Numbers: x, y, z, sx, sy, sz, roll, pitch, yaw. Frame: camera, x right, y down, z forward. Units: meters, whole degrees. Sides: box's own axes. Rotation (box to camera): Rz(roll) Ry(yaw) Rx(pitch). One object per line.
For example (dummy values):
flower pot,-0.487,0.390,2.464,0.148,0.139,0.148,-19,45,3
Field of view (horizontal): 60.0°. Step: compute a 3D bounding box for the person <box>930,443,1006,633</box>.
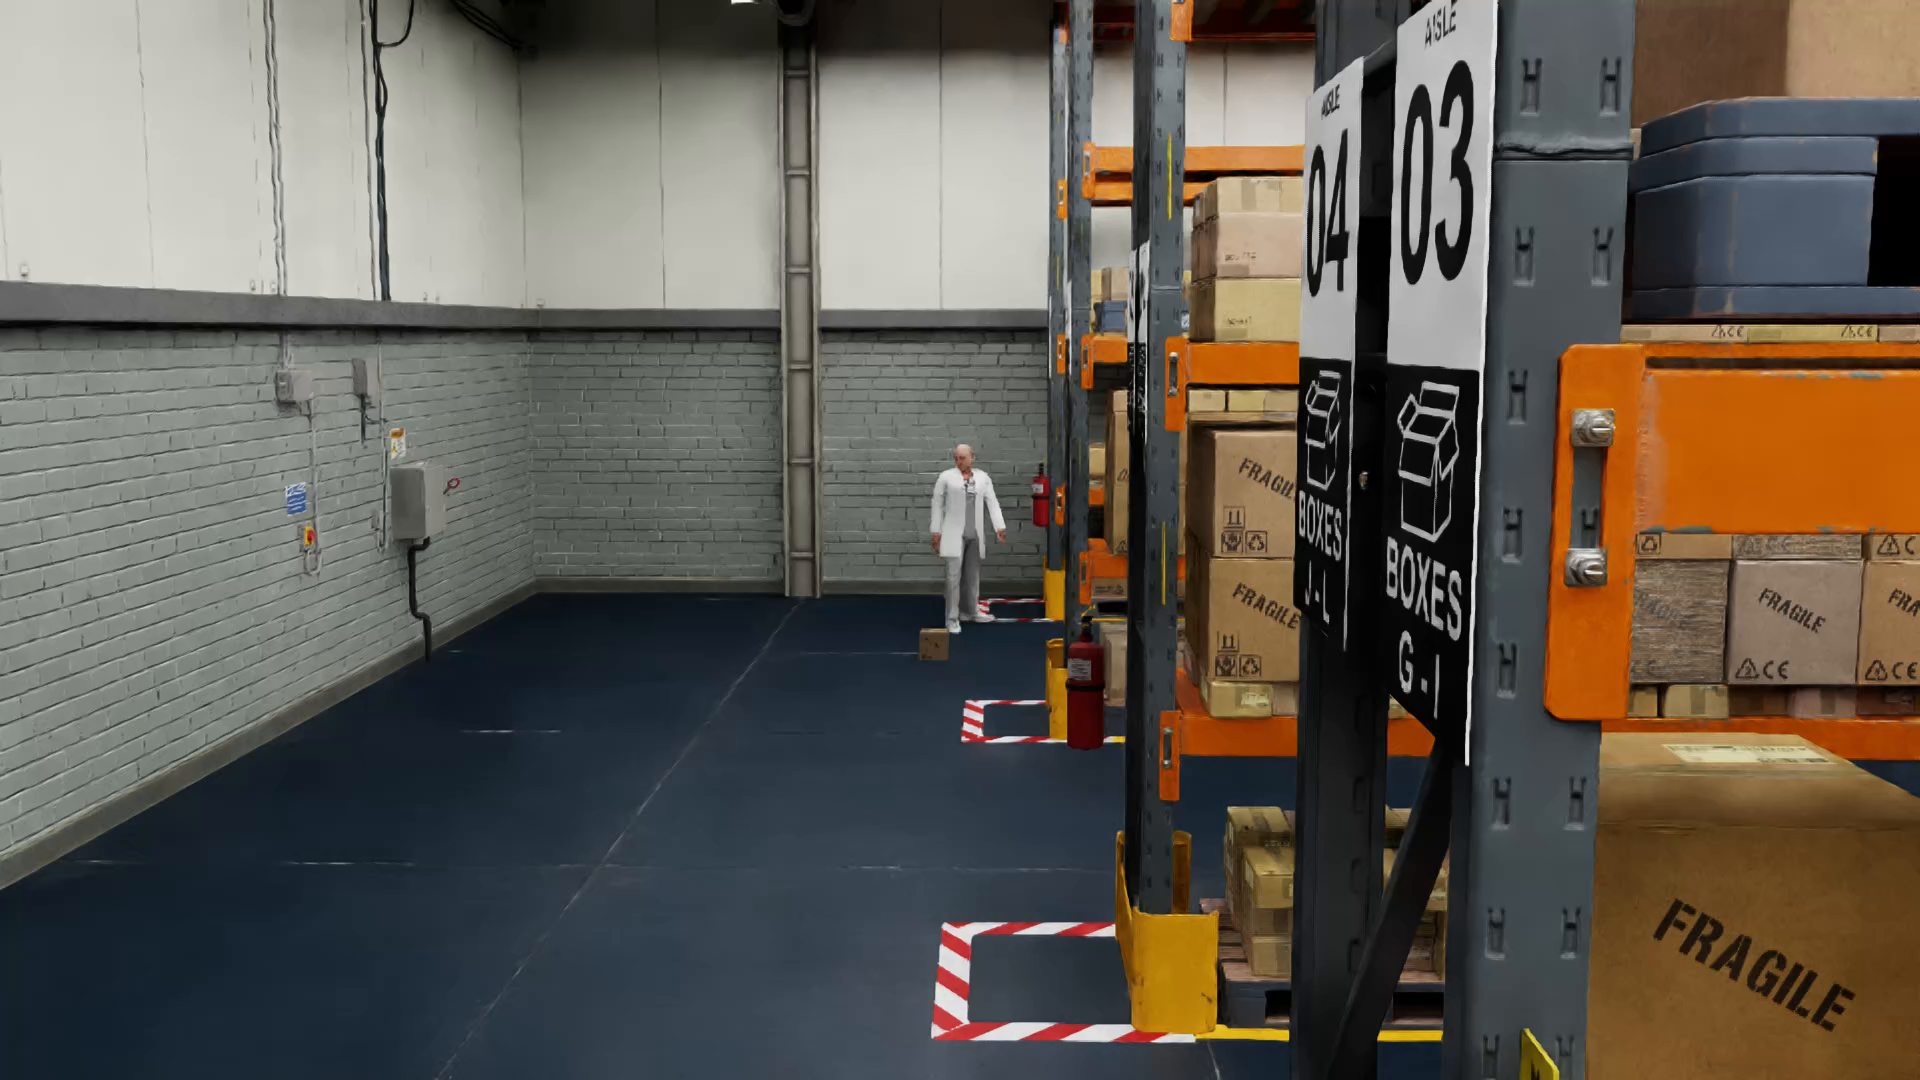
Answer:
person,0.065,-0.057,16.105,0.676,1.766,0.553,-4,8,-29
